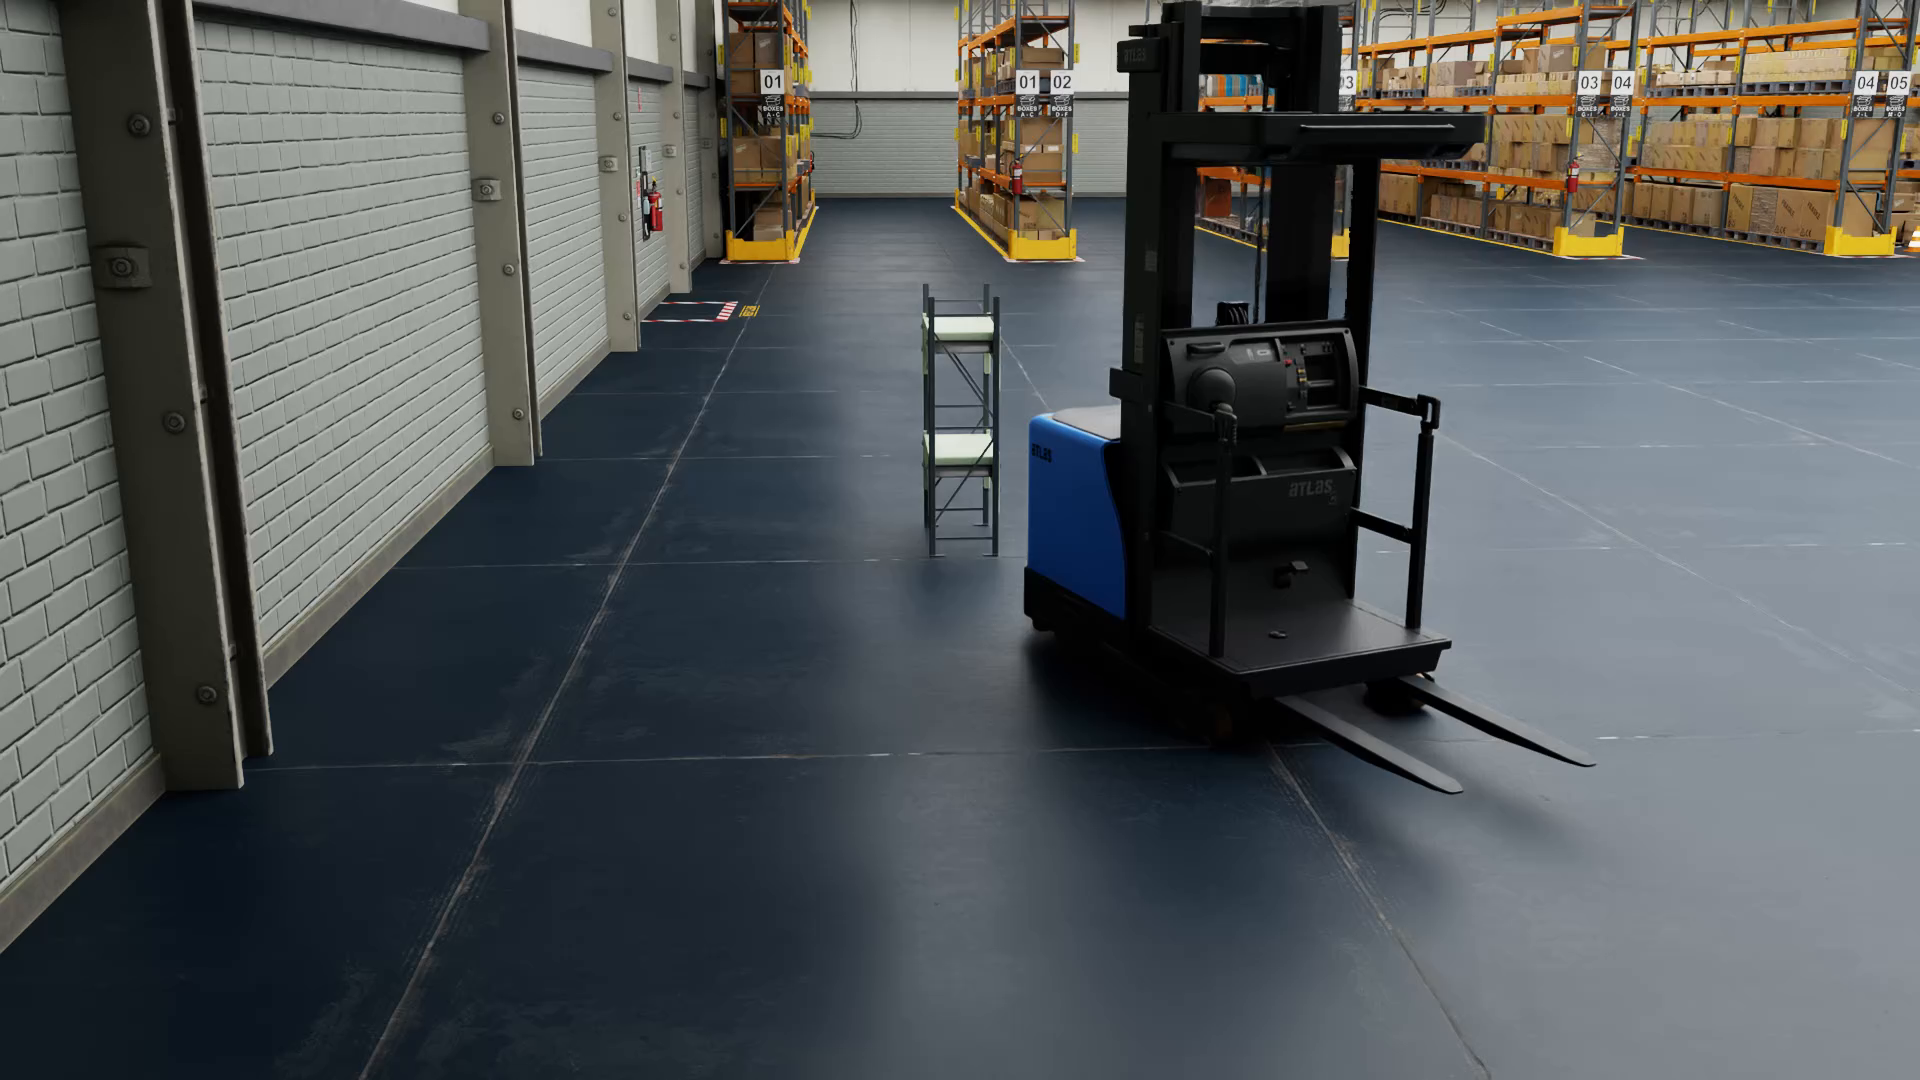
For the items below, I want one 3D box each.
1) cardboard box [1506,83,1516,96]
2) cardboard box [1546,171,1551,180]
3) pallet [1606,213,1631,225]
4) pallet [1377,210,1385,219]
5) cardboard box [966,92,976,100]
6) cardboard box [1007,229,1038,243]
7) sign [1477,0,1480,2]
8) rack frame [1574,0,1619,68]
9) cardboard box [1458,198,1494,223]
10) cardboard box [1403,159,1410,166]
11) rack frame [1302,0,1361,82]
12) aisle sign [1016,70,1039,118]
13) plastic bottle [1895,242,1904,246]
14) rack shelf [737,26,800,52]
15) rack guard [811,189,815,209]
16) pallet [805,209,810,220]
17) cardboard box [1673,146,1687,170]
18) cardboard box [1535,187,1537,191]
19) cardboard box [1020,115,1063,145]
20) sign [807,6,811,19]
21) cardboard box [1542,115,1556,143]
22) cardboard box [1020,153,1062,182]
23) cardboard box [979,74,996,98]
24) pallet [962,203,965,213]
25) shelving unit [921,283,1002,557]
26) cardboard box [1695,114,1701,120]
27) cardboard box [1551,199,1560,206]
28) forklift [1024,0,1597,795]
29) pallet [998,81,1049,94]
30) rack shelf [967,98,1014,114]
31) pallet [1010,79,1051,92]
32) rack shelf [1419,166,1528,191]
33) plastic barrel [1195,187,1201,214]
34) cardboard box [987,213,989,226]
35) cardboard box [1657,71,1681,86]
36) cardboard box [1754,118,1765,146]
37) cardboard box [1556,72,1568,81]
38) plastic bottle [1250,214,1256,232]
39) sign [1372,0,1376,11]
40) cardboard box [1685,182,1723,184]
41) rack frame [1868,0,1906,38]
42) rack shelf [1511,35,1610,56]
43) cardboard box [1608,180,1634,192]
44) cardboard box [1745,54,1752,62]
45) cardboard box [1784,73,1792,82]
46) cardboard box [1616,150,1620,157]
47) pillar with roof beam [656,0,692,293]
[{"bbox_3d":[10.899,-8.716,32.163,0.500,0.250,0.500,-1,14,-4],"label":"cardboard box"},{"bbox_3d":[11.031,-6.720,30.631,0.380,0.149,0.250,-1,14,-3],"label":"cardboard box"},{"bbox_3d":[15.751,-7.473,38.649,1.003,0.211,1.213,-1,14,-3],"label":"pallet"},{"bbox_3d":[10.717,-8.032,40.819,1.003,0.211,1.213,-1,14,-3],"label":"pallet"},{"bbox_3d":[0.410,-10.918,40.721,0.500,0.250,0.500,-1,14,-3],"label":"cardboard box"},{"bbox_3d":[1.121,-5.437,29.813,0.500,0.250,0.500,-1,14,-3],"label":"cardboard box"},{"bbox_3d":[11.382,-11.985,36.514,0.100,0.325,0.005,-1,14,-3],"label":"sign"},{"bbox_3d":[15.550,-12.530,40.665,1.000,3.000,0.127,-1,14,-3],"label":"rack frame"},{"bbox_3d":[11.027,-6.997,35.334,0.700,0.500,0.500,-2,15,-8],"label":"cardboard box"},{"bbox_3d":[10.538,-8.869,38.278,0.500,0.500,0.500,-1,14,-4],"label":"cardboard box"},{"bbox_3d":[6.394,-9.417,28.569,1.000,3.000,0.127,-1,14,-3],"label":"rack frame"},{"bbox_3d":[1.160,-7.675,28.617,0.394,0.787,0.004,-1,14,-3],"label":"aisle sign"},{"bbox_3d":[18.038,-5.702,32.064,0.133,0.061,0.283,-6,16,-23],"label":"plastic bottle"},{"bbox_3d":[-3.866,-10.215,33.913,1.077,0.370,4.000,-1,14,-3],"label":"rack shelf"},{"bbox_3d":[-4.487,-9.134,44.522,1.175,0.500,0.348,-1,14,-3],"label":"rack guard"},{"bbox_3d":[-4.115,-7.802,39.927,1.003,0.211,1.213,-1,14,-3],"label":"pallet"},{"bbox_3d":[15.650,-8.186,35.623,0.500,0.500,0.500,-1,14,-4],"label":"cardboard box"},{"bbox_3d":[15.114,-9.143,43.226,0.380,0.149,0.250,-1,14,-5],"label":"cardboard box"},{"bbox_3d":[1.430,-7.243,29.352,0.700,0.500,0.500,-1,14,-3],"label":"cardboard box"},{"bbox_3d":[-3.943,-13.739,43.332,0.100,0.325,0.005,-1,14,-3],"label":"sign"},{"bbox_3d":[11.020,-7.522,30.439,0.500,0.500,0.500,-1,14,-3],"label":"cardboard box"},{"bbox_3d":[1.433,-6.601,29.462,0.700,0.500,0.500,-1,14,-3],"label":"cardboard box"},{"bbox_3d":[0.893,-10.035,36.789,0.910,0.500,0.500,-1,14,-3],"label":"cardboard box"},{"bbox_3d":[0.586,-8.545,42.815,1.003,0.211,1.213,-1,14,-3],"label":"pallet"},{"bbox_3d":[0.000,-0.725,9.833,0.431,1.500,0.755,-1,14,-3],"label":"shelving unit"},{"bbox_3d":[19.971,-11.344,44.589,0.380,0.149,0.250,0,14,-2],"label":"cardboard box"},{"bbox_3d":[15.186,-8.539,42.074,0.380,0.149,0.250,-1,14,-3],"label":"cardboard box"},{"bbox_3d":[1.381,-0.708,6.896,1.130,2.935,3.031,-6,16,-23],"label":"forklift"},{"bbox_3d":[1.280,-8.629,31.703,1.003,0.211,1.213,-1,14,-3],"label":"pallet"},{"bbox_3d":[0.830,-10.028,38.404,1.077,0.370,4.000,-1,14,-3],"label":"rack shelf"},{"bbox_3d":[1.431,-8.023,29.345,1.003,0.211,1.213,-1,14,-3],"label":"pallet"},{"bbox_3d":[10.965,-7.732,35.503,1.077,0.370,4.000,-1,14,-3],"label":"rack shelf"},{"bbox_3d":[5.781,-7.939,38.861,0.600,0.588,0.708,-1,14,-3],"label":"plastic barrel"},{"bbox_3d":[0.825,-6.655,34.546,0.500,0.250,0.500,-1,14,-2],"label":"cardboard box"},{"bbox_3d":[15.623,-10.107,36.406,0.500,0.311,0.500,-1,14,-3],"label":"cardboard box"},{"bbox_3d":[16.184,-8.003,32.643,0.875,0.550,0.550,-1,14,-3],"label":"cardboard box"},{"bbox_3d":[10.983,-8.359,29.975,0.380,0.149,0.250,-2,15,-6],"label":"cardboard box"},{"bbox_3d":[5.782,-6.230,32.653,0.144,0.351,0.185,0,14,-2],"label":"plastic bottle"},{"bbox_3d":[10.038,-13.005,40.319,0.100,0.325,0.005,-1,14,-3],"label":"sign"},{"bbox_3d":[20.377,-9.521,45.308,0.875,0.438,0.875,-1,14,-5],"label":"cardboard box"},{"bbox_3d":[25.191,-13.704,45.227,1.000,3.000,0.127,-1,14,-3],"label":"rack frame"},{"bbox_3d":[15.426,-12.677,42.688,1.077,0.370,4.000,-1,14,-3],"label":"rack shelf"},{"bbox_3d":[15.452,-8.277,38.845,0.500,0.250,0.500,-1,14,-3],"label":"cardboard box"},{"bbox_3d":[15.729,-9.508,32.801,0.380,0.149,0.250,-1,14,-3],"label":"cardboard box"},{"bbox_3d":[15.823,-8.743,31.430,0.380,0.149,0.250,-1,14,-3],"label":"cardboard box"},{"bbox_3d":[15.295,-8.889,38.214,0.380,0.149,0.250,-1,14,-4],"label":"cardboard box"},{"bbox_3d":[0.267,-7.999,23.058,9.100,9.000,0.400,-1,14,-3],"label":"pillar with roof beam"}]
